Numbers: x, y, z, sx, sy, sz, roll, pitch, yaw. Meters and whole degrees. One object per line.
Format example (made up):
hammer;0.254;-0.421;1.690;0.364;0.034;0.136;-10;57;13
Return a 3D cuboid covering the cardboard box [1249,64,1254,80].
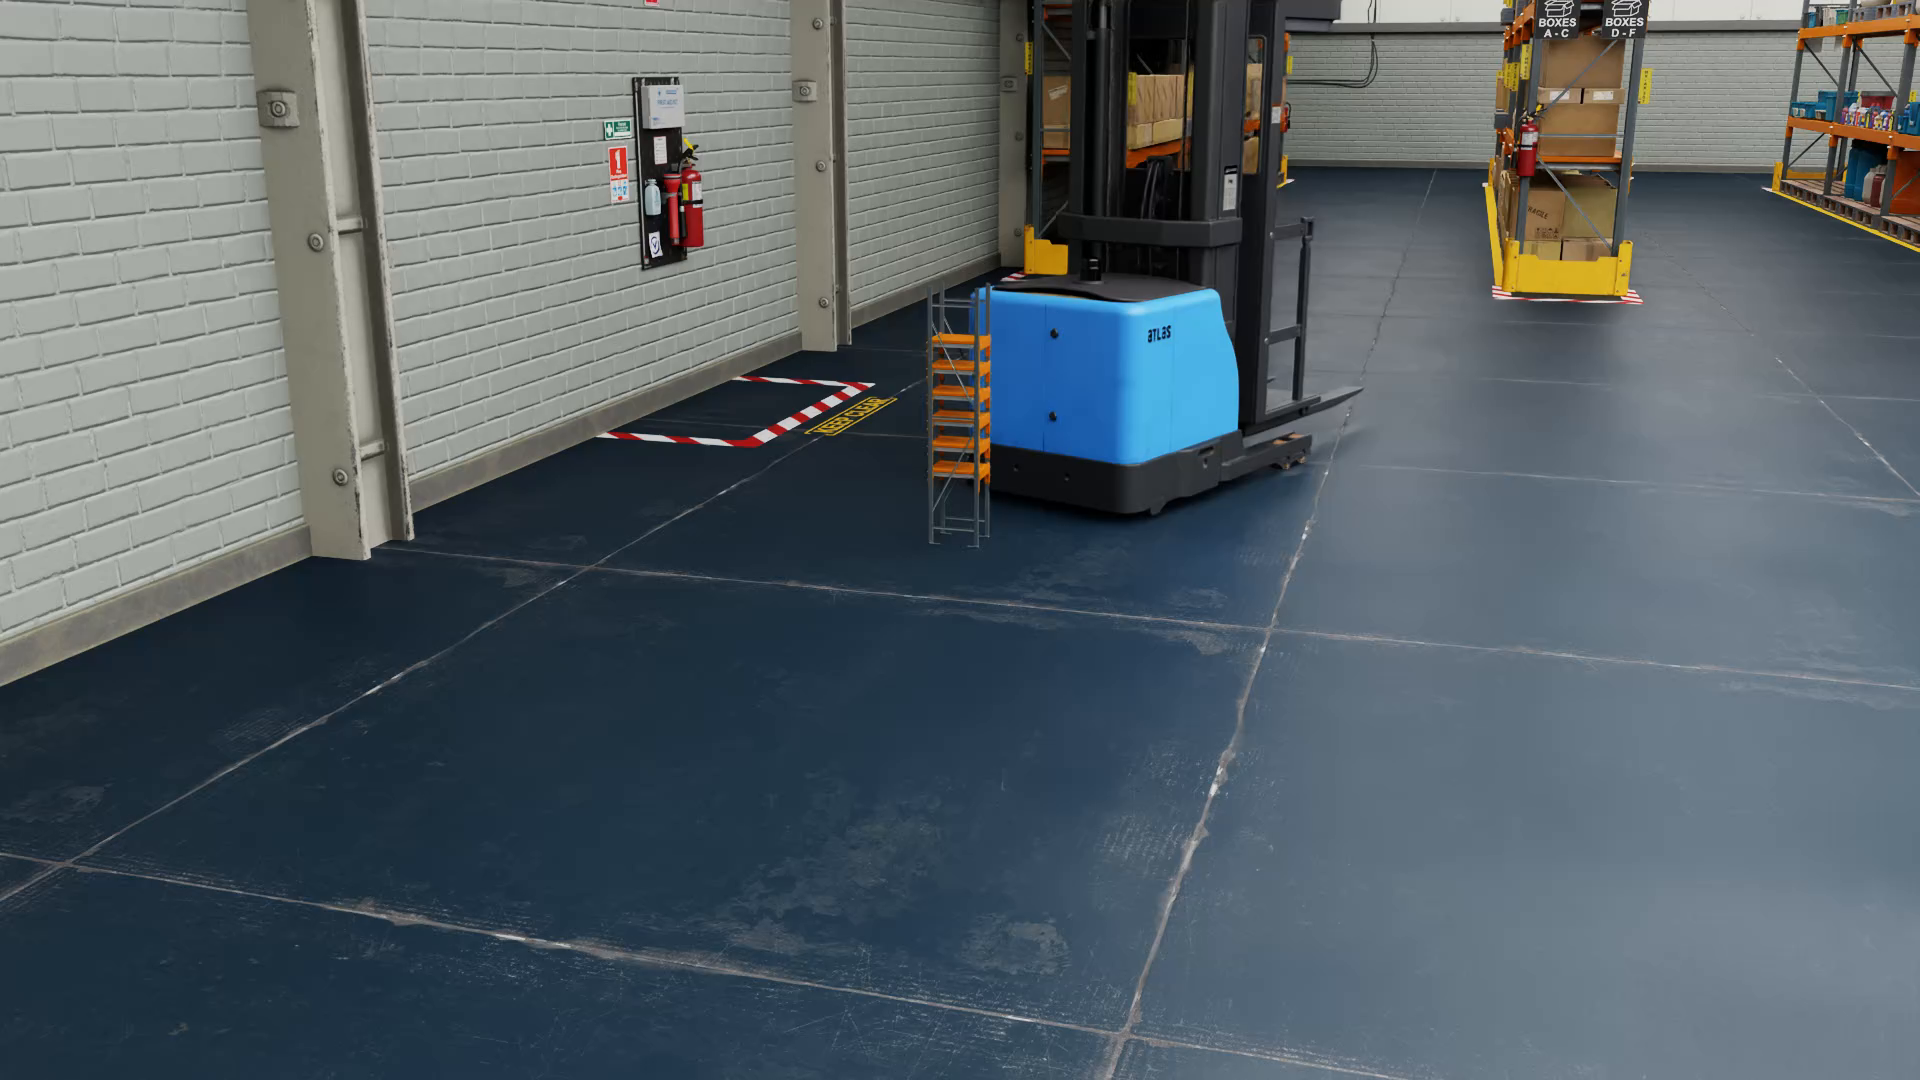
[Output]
cardboard box;4.482;-7.597;26.977;0.500;0.250;0.500;5;17;17

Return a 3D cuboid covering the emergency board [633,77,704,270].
emergency board;-1.815;-2.341;10.586;0.194;1.169;0.643;5;16;16

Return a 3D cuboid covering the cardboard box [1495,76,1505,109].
cardboard box;9.071;-7.204;26.779;0.700;0.500;0.500;-1;16;-3

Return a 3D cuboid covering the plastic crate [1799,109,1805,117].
plastic crate;14.555;-7.330;28.548;0.250;0.136;0.298;5;16;16

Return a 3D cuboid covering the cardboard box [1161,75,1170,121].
cardboard box;2.121;-5.103;19.189;0.500;0.500;0.500;5;17;18

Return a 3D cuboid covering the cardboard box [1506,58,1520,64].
cardboard box;9.315;-7.742;27.612;0.500;0.500;0.500;5;17;16

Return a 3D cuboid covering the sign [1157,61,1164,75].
sign;2.999;-6.996;24.877;0.100;0.325;0.005;5;16;16

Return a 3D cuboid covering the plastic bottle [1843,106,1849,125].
plastic bottle;13.617;-6.522;25.539;0.061;0.283;0.133;5;16;16

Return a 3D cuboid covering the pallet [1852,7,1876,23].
pallet;14.039;-7.815;24.734;1.213;0.211;1.003;5;16;16

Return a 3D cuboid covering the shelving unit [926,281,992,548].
shelving unit;-0.004;-0.573;7.652;0.258;1.200;0.189;5;16;16

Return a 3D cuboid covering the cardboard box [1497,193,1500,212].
cardboard box;7.711;-4.648;22.987;0.500;0.250;0.500;4;16;14

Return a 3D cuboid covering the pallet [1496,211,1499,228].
pallet;8.012;-4.460;23.168;1.003;0.211;1.213;5;16;16

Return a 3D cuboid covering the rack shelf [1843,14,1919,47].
rack shelf;13.599;-7.249;23.712;1.077;0.370;4.000;5;16;16

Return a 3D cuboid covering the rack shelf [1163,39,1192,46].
rack shelf;2.964;-6.971;22.731;1.077;0.370;4.000;5;16;16

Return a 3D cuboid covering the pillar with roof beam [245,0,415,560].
pillar with roof beam;1.346;-3.967;5.326;9.100;9.000;0.400;5;16;16

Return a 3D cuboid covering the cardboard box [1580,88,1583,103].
cardboard box;6.400;-4.437;16.602;0.380;0.149;0.250;4;16;14

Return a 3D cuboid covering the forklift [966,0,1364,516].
forklift;1.327;-1.871;9.053;1.130;2.935;3.031;12;20;36

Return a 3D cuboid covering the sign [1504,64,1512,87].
sign;7.760;-6.573;23.528;0.100;0.325;0.005;5;16;16

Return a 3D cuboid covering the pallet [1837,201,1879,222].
pallet;13.564;-4.815;24.419;1.003;0.211;1.213;5;16;16

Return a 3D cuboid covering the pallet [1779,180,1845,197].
pallet;15.033;-6.168;29.188;1.003;0.211;1.213;5;16;16

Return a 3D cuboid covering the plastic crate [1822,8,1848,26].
plastic crate;14.379;-8.552;27.204;0.437;0.282;0.530;5;16;16

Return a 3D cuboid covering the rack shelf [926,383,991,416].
rack shelf;-0.004;-0.646;7.632;0.258;0.103;0.180;5;16;16

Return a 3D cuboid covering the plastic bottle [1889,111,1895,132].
plastic bottle;12.737;-5.712;22.684;0.061;0.283;0.133;5;16;16

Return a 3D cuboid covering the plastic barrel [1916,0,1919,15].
plastic barrel;12.649;-7.068;21.551;0.421;0.512;0.421;0;16;0

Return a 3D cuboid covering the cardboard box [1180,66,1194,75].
cardboard box;3.386;-6.791;24.097;0.380;0.149;0.250;2;16;7

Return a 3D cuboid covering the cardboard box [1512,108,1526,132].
cardboard box;7.843;-5.752;22.776;0.500;0.311;0.500;4;16;15

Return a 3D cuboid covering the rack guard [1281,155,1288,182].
rack guard;5.813;-7.294;32.629;1.175;0.500;0.348;5;16;16

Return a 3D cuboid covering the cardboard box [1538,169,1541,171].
cardboard box;8.830;-5.258;24.643;0.500;0.500;0.500;4;16;14

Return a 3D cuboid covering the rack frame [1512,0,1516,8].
rack frame;9.420;-9.947;26.407;1.000;3.000;0.127;5;16;16

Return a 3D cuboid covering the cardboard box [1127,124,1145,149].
cardboard box;1.702;-4.345;17.889;0.500;0.250;0.500;4;16;14

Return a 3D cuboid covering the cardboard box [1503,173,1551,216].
cardboard box;6.580;-3.979;19.256;0.500;0.500;0.500;5;16;16

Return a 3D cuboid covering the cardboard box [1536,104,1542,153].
cardboard box;6.299;-4.228;17.056;0.700;0.500;0.500;5;17;17

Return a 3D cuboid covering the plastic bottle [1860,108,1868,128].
plastic bottle;13.283;-6.191;24.395;0.097;0.271;0.097;0;16;0

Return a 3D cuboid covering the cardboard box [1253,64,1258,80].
cardboard box;4.627;-7.730;27.447;0.500;0.250;0.500;5;17;17

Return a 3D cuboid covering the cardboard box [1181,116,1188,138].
cardboard box;2.552;-5.141;20.695;0.500;0.250;0.500;5;16;16

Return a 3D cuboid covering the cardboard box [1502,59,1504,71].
cardboard box;10.178;-8.541;30.428;0.500;0.500;0.500;5;17;18

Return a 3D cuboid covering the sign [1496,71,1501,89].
sign;10.036;-8.566;30.945;0.100;0.325;0.005;5;16;16

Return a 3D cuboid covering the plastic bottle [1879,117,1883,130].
plastic bottle;12.936;-5.838;23.279;0.097;0.201;0.097;0;16;0

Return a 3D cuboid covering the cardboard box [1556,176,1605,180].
cardboard box;6.932;-3.808;18.654;0.500;0.500;0.500;5;16;16

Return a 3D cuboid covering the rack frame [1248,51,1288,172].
rack frame;5.806;-8.490;32.266;1.000;3.000;0.127;5;16;16

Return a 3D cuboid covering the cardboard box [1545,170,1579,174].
cardboard box;8.370;-5.007;23.227;0.500;0.311;0.500;5;17;17

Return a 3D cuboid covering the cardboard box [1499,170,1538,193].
cardboard box;7.853;-5.049;23.374;0.500;0.311;0.500;5;17;18

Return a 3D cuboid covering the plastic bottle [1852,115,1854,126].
plastic bottle;13.452;-6.314;24.955;0.097;0.201;0.097;0;16;0

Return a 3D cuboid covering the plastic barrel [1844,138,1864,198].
plastic barrel;13.997;-5.727;25.599;0.600;0.901;0.708;5;16;16

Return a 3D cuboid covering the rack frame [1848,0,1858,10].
rack frame;14.168;-9.562;25.049;1.000;3.000;0.127;5;16;16

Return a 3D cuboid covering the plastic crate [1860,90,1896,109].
plastic crate;14.662;-6.949;26.606;0.402;0.464;0.583;5;16;16

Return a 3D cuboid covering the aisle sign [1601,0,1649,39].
aisle sign;6.285;-5.131;15.658;0.394;0.787;0.004;5;16;16

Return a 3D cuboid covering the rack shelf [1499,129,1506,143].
rack shelf;8.851;-6.191;25.479;1.077;0.370;4.000;5;16;16

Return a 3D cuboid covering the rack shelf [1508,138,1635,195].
rack shelf;6.578;-4.098;18.100;1.077;0.370;4.000;5;16;16

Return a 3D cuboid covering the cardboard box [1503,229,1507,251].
cardboard box;6.150;-3.226;17.976;0.500;0.250;0.500;5;16;16
